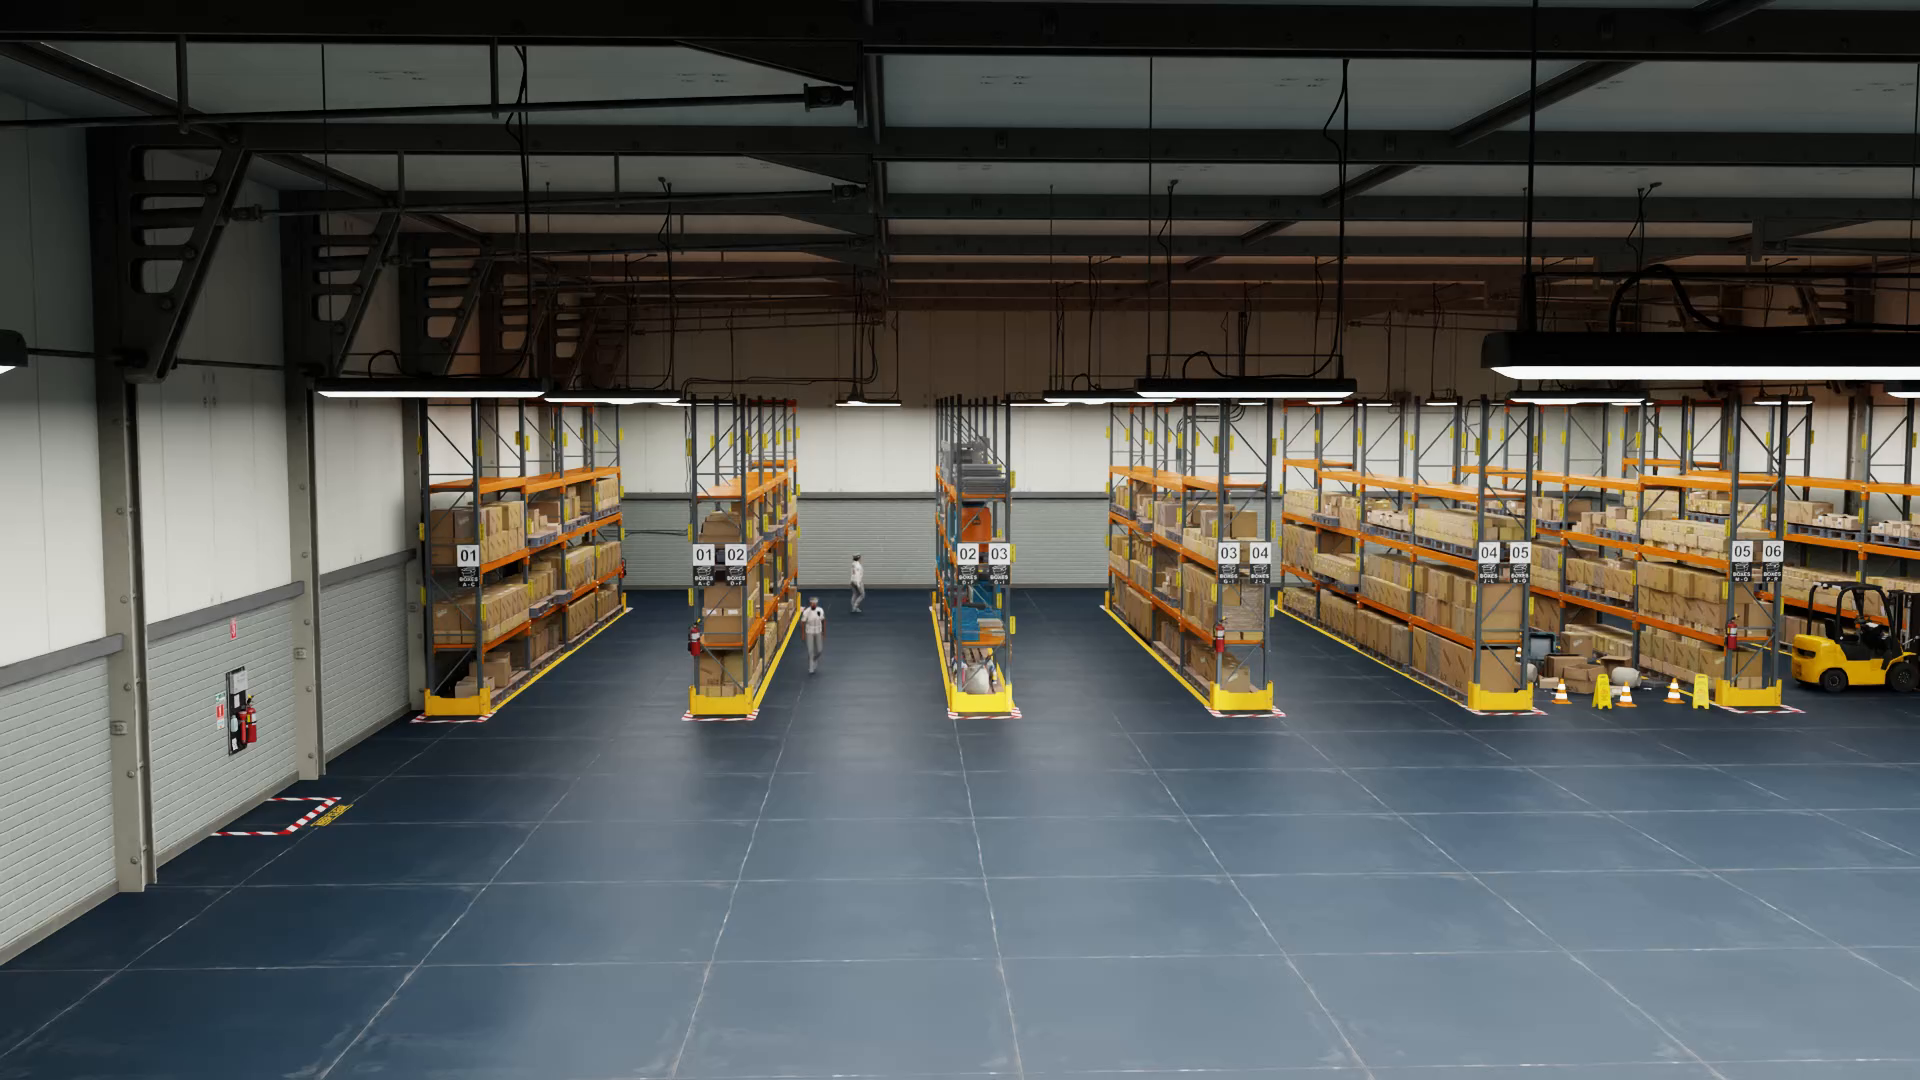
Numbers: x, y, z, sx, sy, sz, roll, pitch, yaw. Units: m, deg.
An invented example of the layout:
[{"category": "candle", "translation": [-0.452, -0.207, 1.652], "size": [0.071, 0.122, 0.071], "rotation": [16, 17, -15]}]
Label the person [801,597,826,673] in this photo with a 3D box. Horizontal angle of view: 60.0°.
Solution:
[{"category": "person", "translation": [-3.209, 2.046, 36.387], "size": [0.540, 1.658, 0.534], "rotation": [-1, 5, -11]}]

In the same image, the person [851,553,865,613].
[{"category": "person", "translation": [-2.906, 1.203, 46.840], "size": [0.376, 1.688, 0.526], "rotation": [-2, 5, -24]}]
